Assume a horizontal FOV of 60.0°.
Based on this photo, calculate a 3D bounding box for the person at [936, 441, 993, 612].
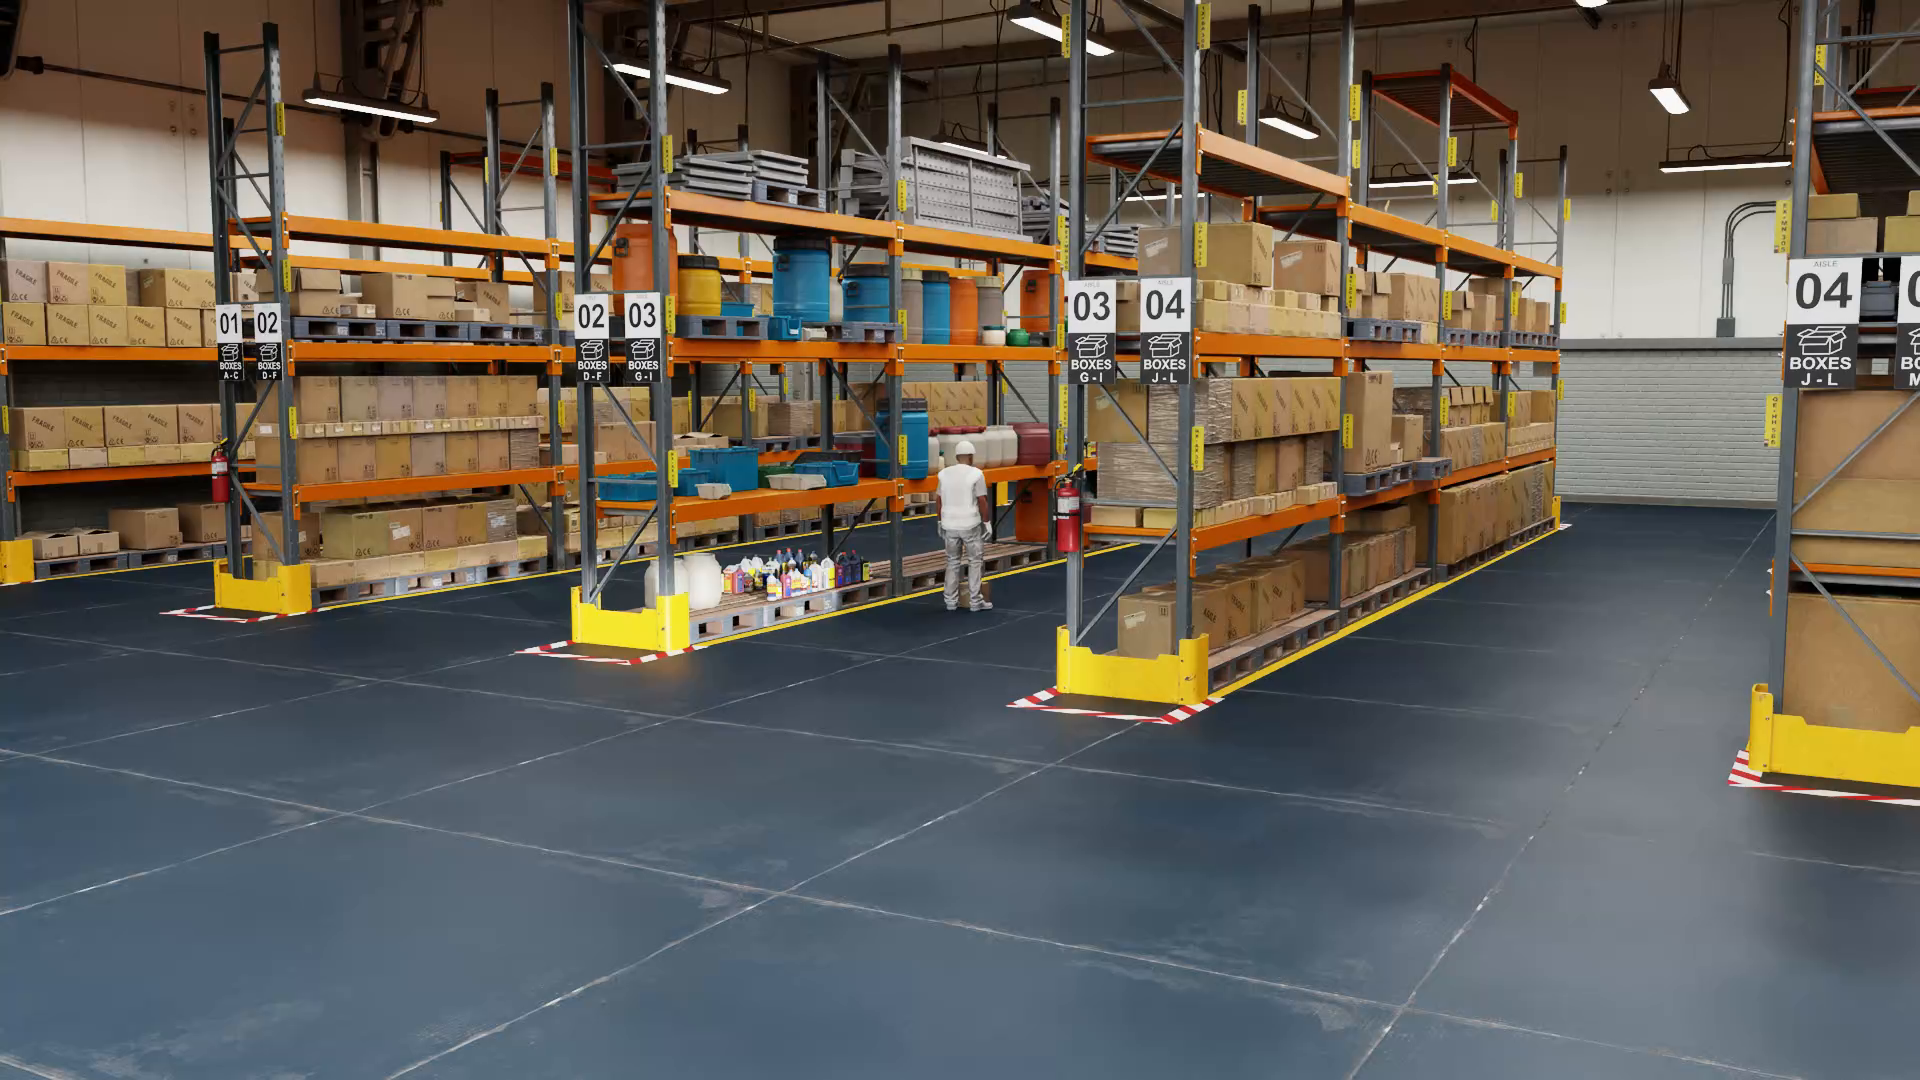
[{"bbox_3d":[0.045,-0.151,17.499,0.619,1.774,0.452,3,7,28],"label":"person"}]
